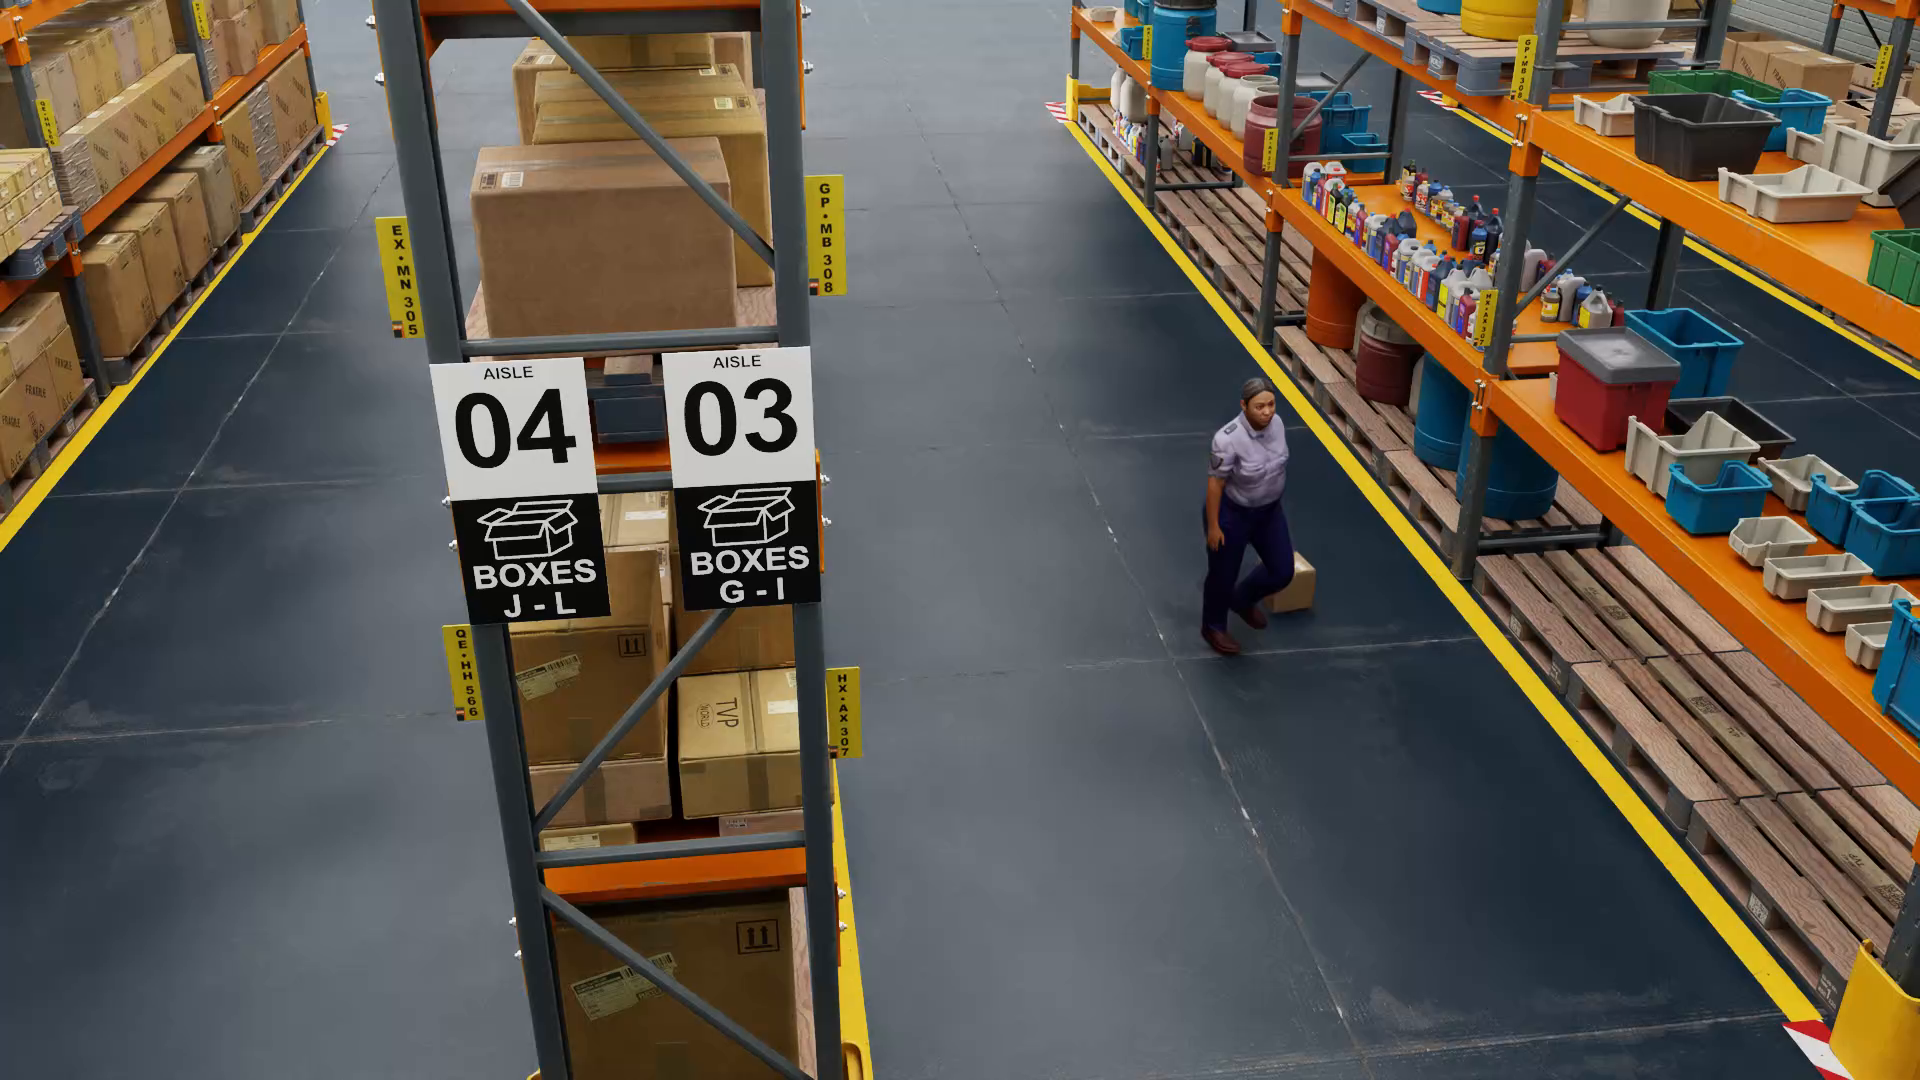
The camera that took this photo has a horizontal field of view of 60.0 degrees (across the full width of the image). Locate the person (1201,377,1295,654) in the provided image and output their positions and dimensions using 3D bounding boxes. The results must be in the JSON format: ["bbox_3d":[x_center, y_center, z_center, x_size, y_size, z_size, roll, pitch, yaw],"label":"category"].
[{"bbox_3d":[1.520,-0.130,8.862,0.541,1.637,0.454,-15,31,-27],"label":"person"}]
